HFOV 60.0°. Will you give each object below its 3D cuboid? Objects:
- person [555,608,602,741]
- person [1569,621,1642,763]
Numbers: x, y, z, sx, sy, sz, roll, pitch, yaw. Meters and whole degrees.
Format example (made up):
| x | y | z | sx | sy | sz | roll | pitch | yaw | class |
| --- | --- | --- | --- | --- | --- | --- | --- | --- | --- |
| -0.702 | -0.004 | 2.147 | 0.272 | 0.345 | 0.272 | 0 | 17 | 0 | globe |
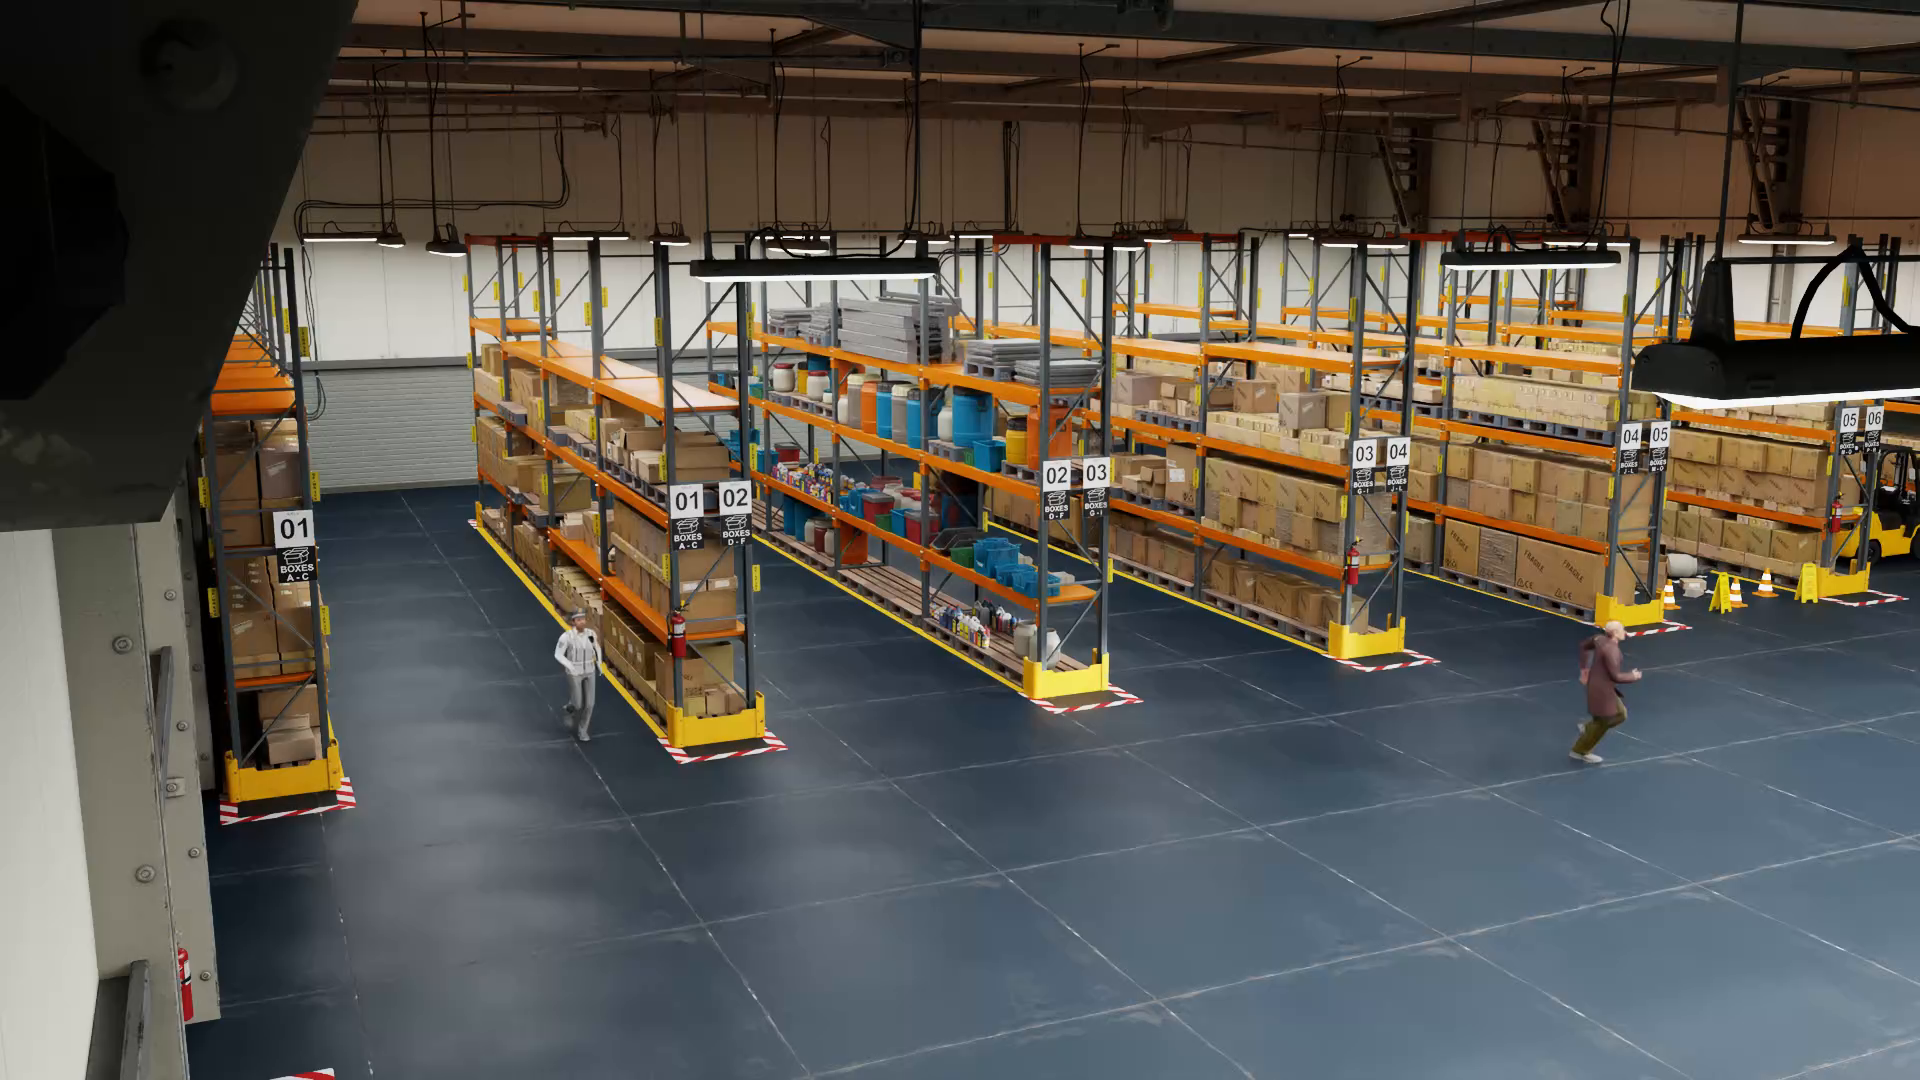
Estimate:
| x | y | z | sx | sy | sz | roll | pitch | yaw | class |
| --- | --- | --- | --- | --- | --- | --- | --- | --- | --- |
| -4.667 | 1.620 | 20.438 | 0.609 | 1.652 | 0.575 | -7 | 13 | -33 | person |
| 7.563 | 1.779 | 19.437 | 0.723 | 1.714 | 0.761 | 2 | 11 | 9 | person |
